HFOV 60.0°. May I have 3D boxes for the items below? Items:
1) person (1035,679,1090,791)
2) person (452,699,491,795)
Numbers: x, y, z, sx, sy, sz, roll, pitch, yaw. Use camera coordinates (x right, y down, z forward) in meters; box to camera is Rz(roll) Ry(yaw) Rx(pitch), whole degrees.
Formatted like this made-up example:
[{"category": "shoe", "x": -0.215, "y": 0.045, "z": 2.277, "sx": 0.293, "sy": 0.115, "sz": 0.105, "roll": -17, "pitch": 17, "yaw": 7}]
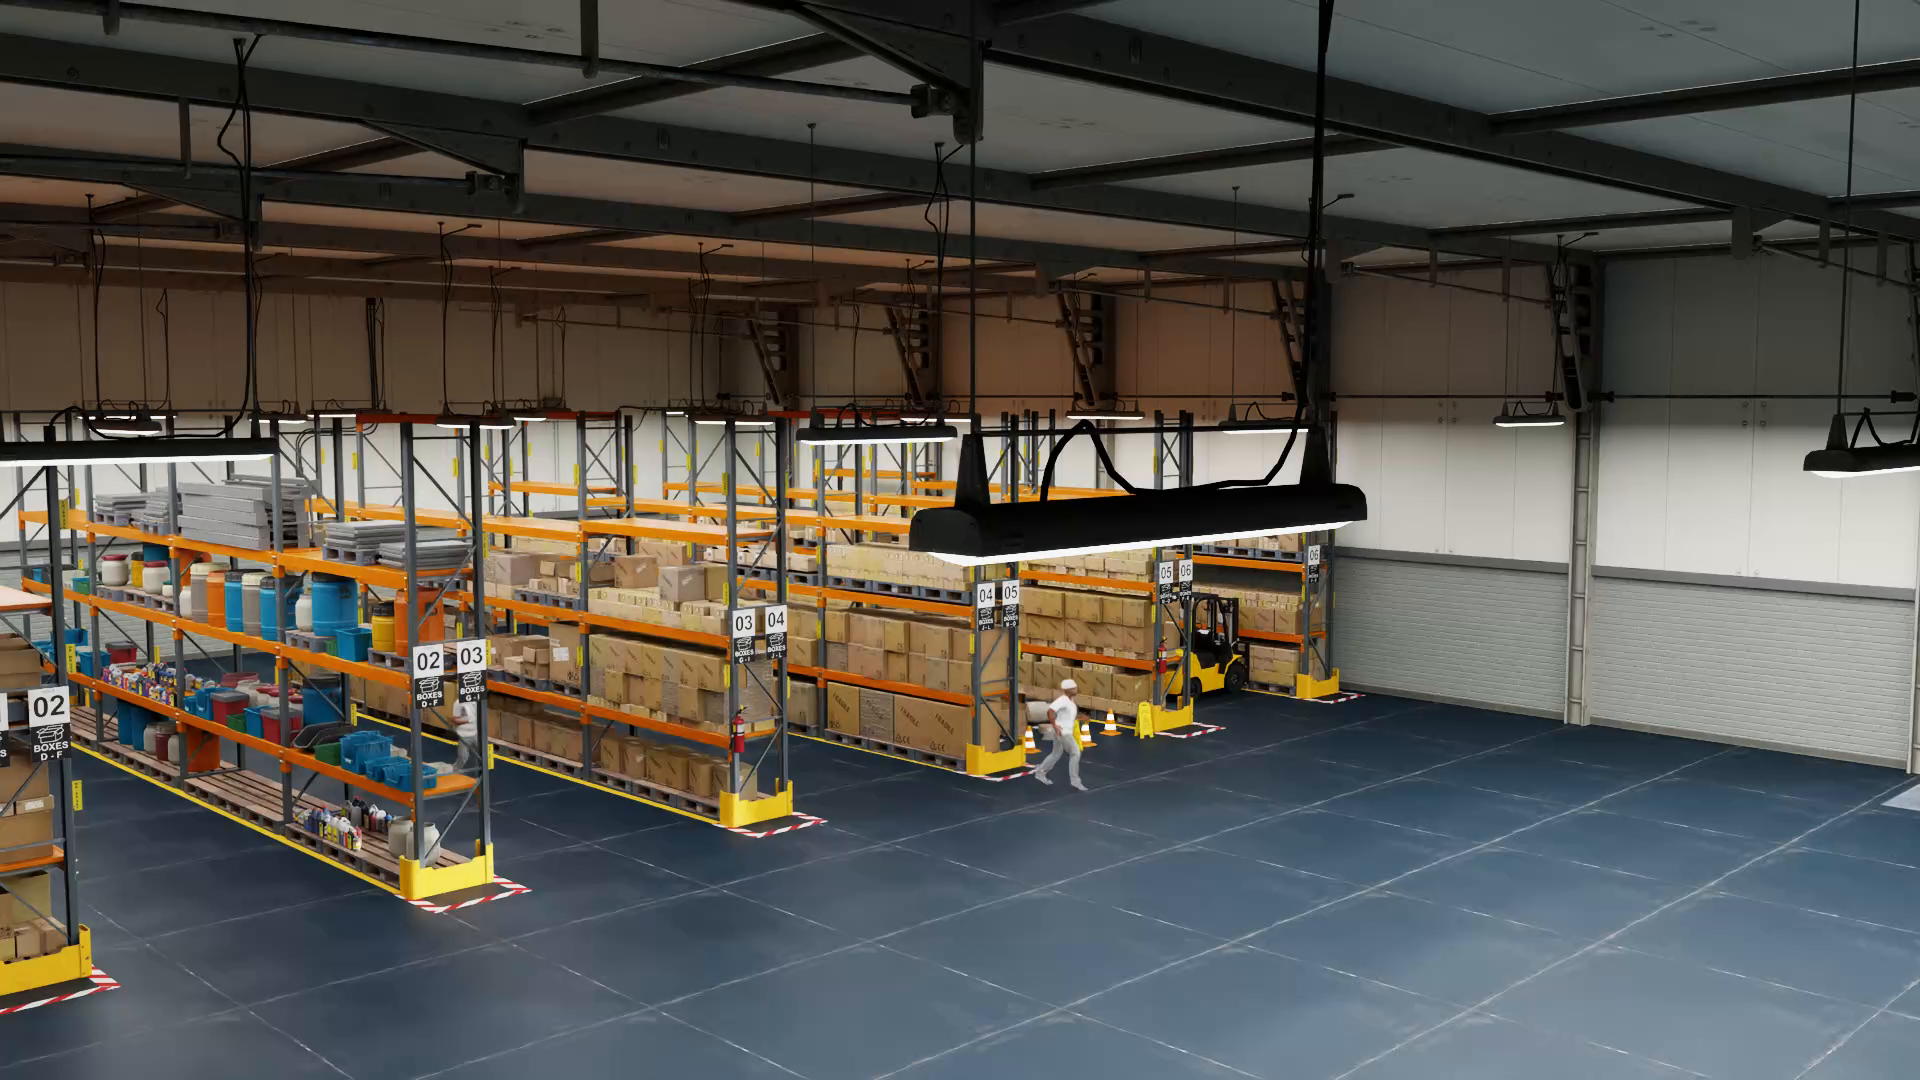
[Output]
[{"category": "person", "x": 1.650, "y": 3.132, "z": 26.792, "sx": 0.893, "sy": 1.801, "sz": 0.632, "roll": 0, "pitch": 5, "yaw": 4}, {"category": "person", "x": -7.811, "y": 3.140, "z": 26.462, "sx": 0.796, "sy": 1.851, "sz": 0.704, "roll": 3, "pitch": 6, "yaw": 33}]
